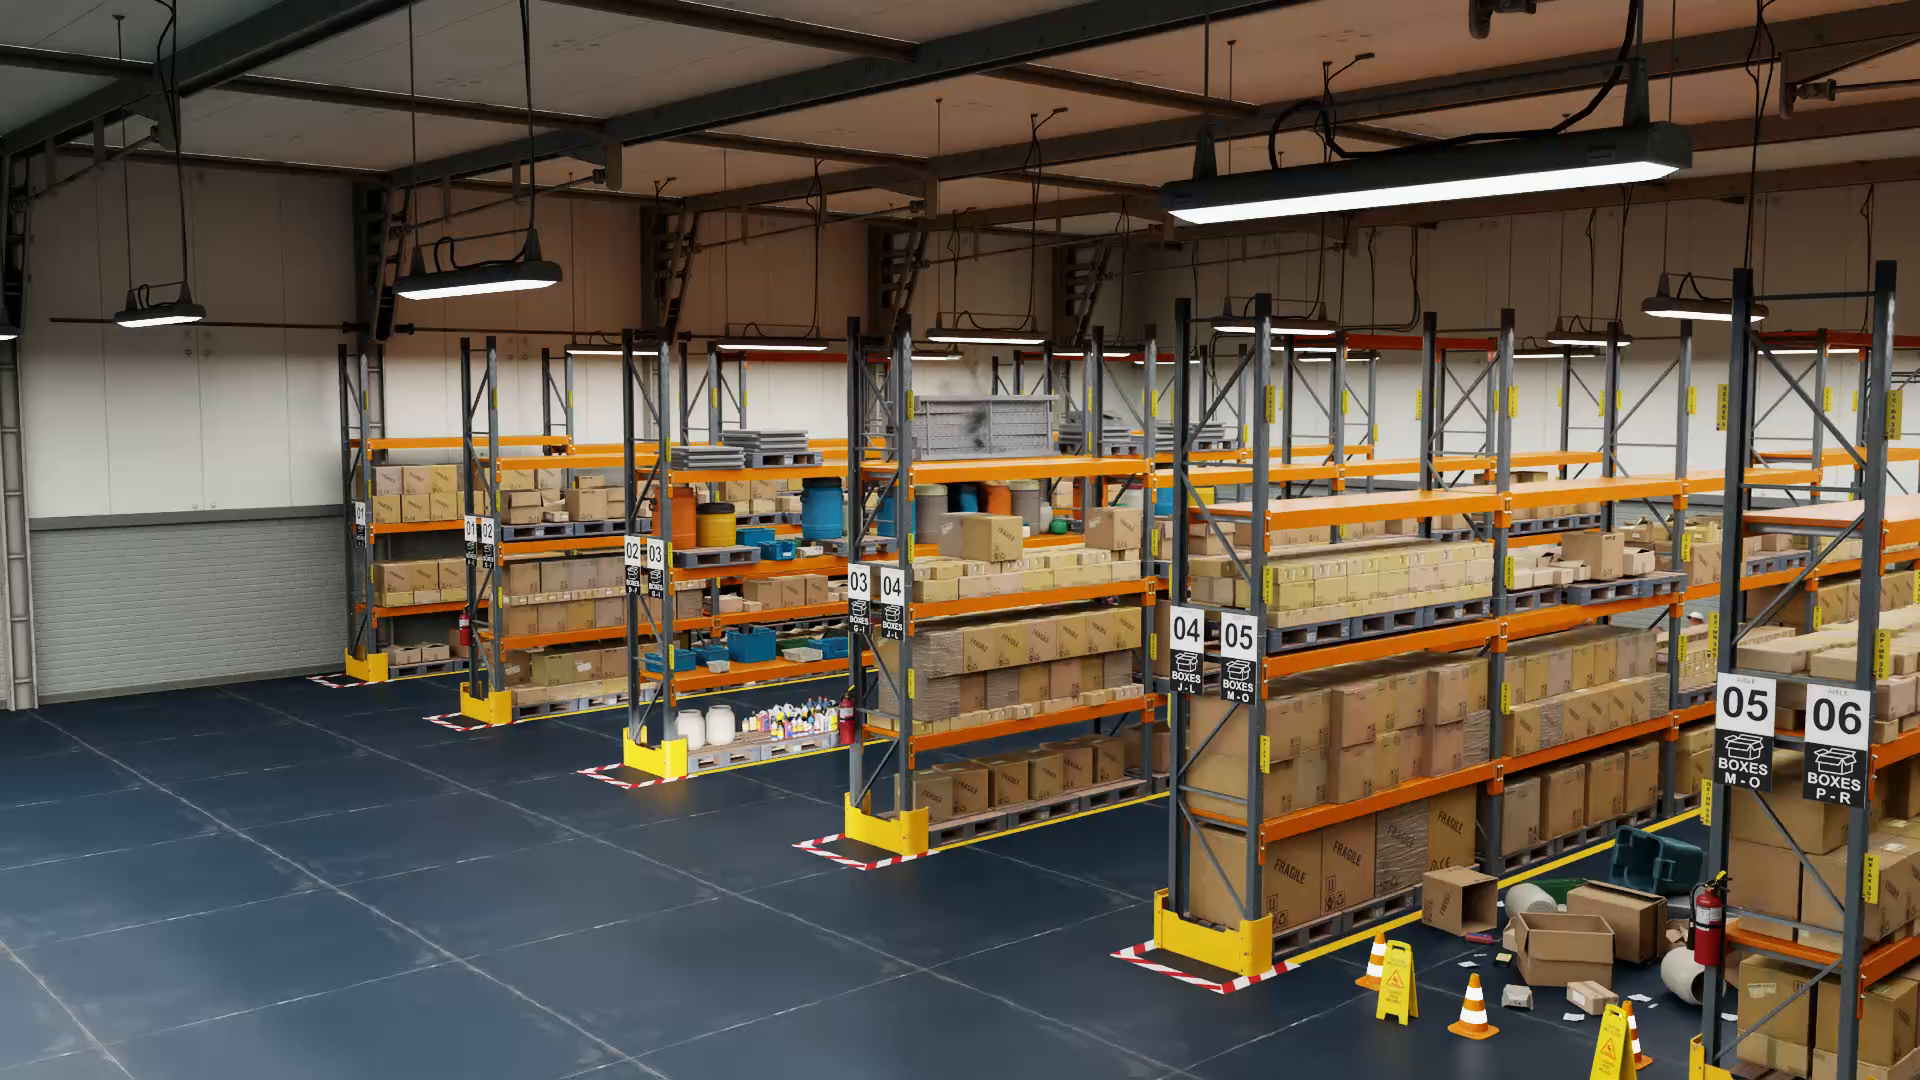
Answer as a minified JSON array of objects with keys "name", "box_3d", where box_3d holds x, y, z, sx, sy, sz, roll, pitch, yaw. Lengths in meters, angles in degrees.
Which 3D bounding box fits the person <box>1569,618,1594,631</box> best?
[{"name":"person","box_3d":[9.663,1.984,25.799,0.679,1.814,0.797,4,7,40]}]

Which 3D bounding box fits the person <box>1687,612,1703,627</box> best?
[{"name":"person","box_3d":[11.347,1.978,25.570,0.847,1.755,0.681,-3,6,-33]}]

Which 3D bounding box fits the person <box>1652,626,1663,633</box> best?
[{"name":"person","box_3d":[10.242,2.136,24.392,0.688,1.776,0.966,5,7,42]}]
